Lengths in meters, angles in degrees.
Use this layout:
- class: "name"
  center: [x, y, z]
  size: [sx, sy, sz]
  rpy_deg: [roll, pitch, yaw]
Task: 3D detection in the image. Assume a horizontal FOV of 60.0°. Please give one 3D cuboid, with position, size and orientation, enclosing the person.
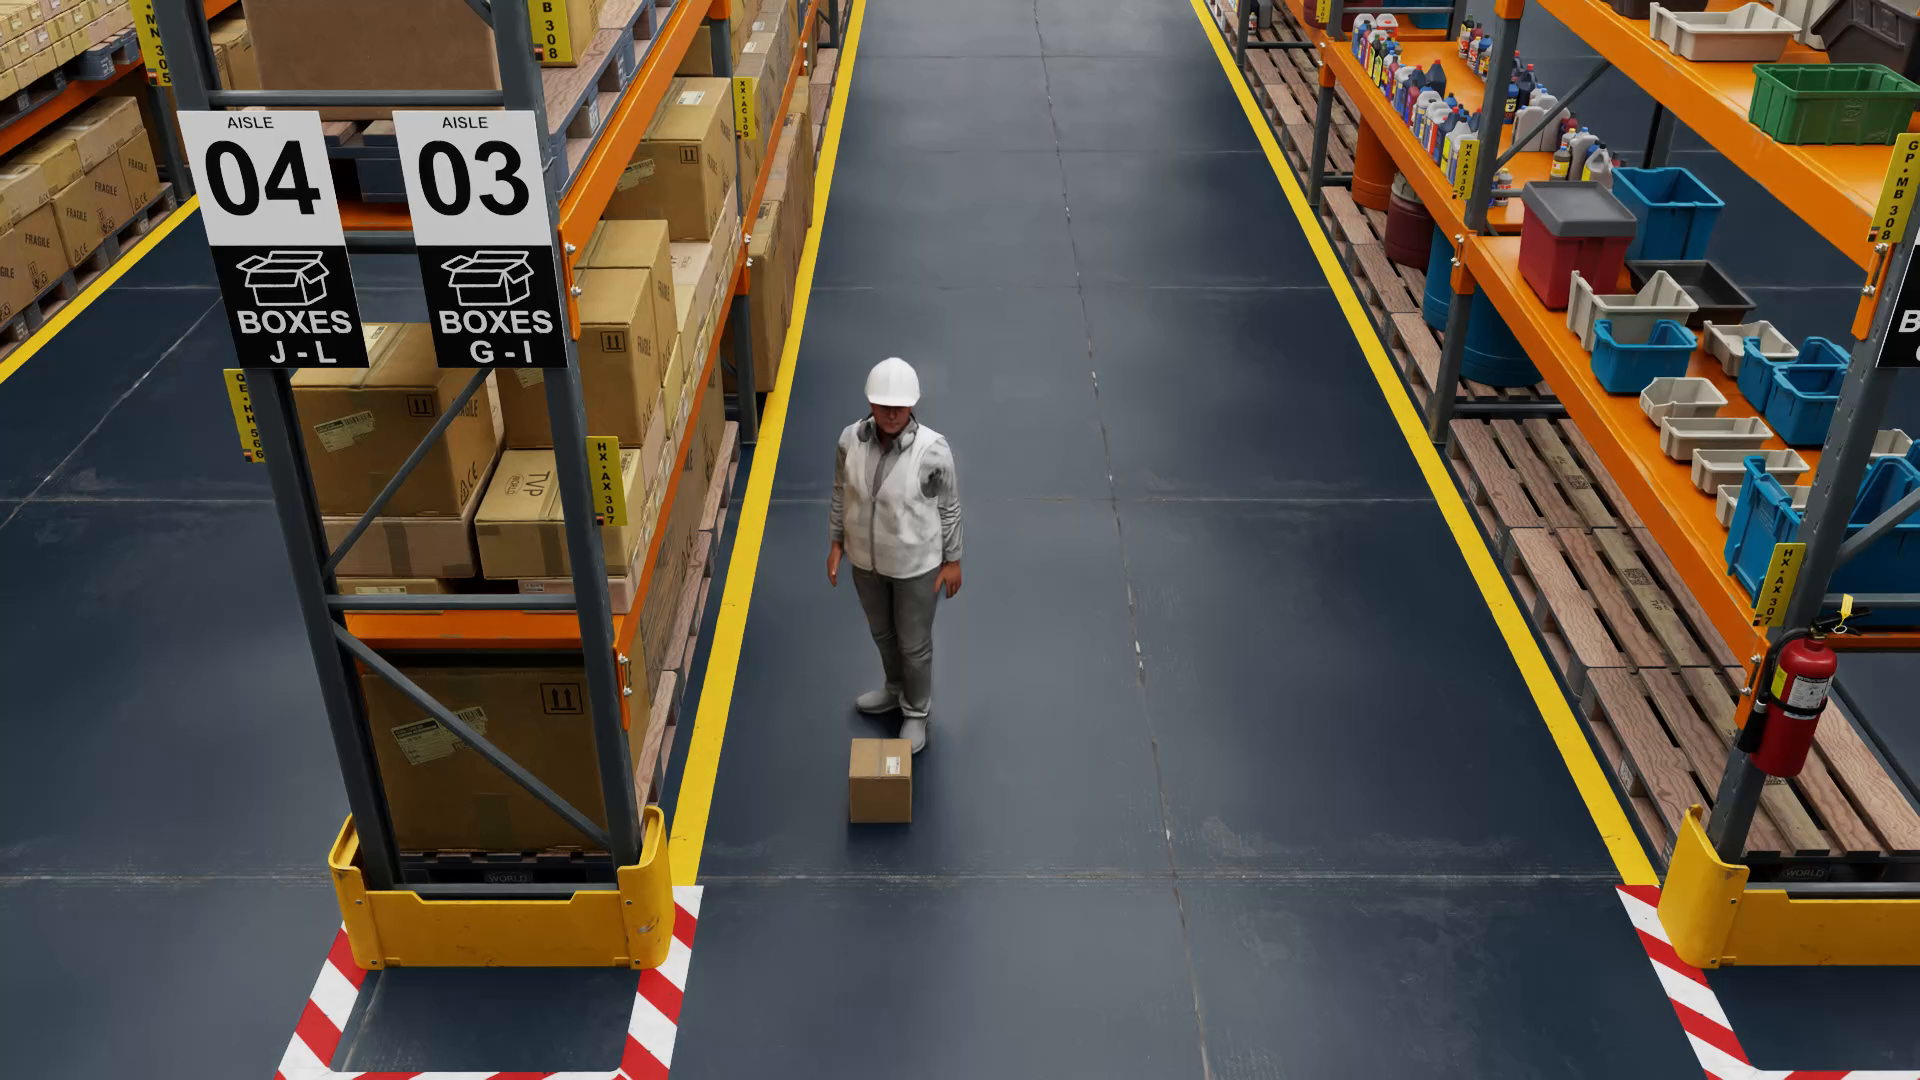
- class: "person"
  center: [-0.292, 0.066, 6.981]
  size: [0.573, 1.776, 0.399]
  rpy_deg: [14, 34, 22]
